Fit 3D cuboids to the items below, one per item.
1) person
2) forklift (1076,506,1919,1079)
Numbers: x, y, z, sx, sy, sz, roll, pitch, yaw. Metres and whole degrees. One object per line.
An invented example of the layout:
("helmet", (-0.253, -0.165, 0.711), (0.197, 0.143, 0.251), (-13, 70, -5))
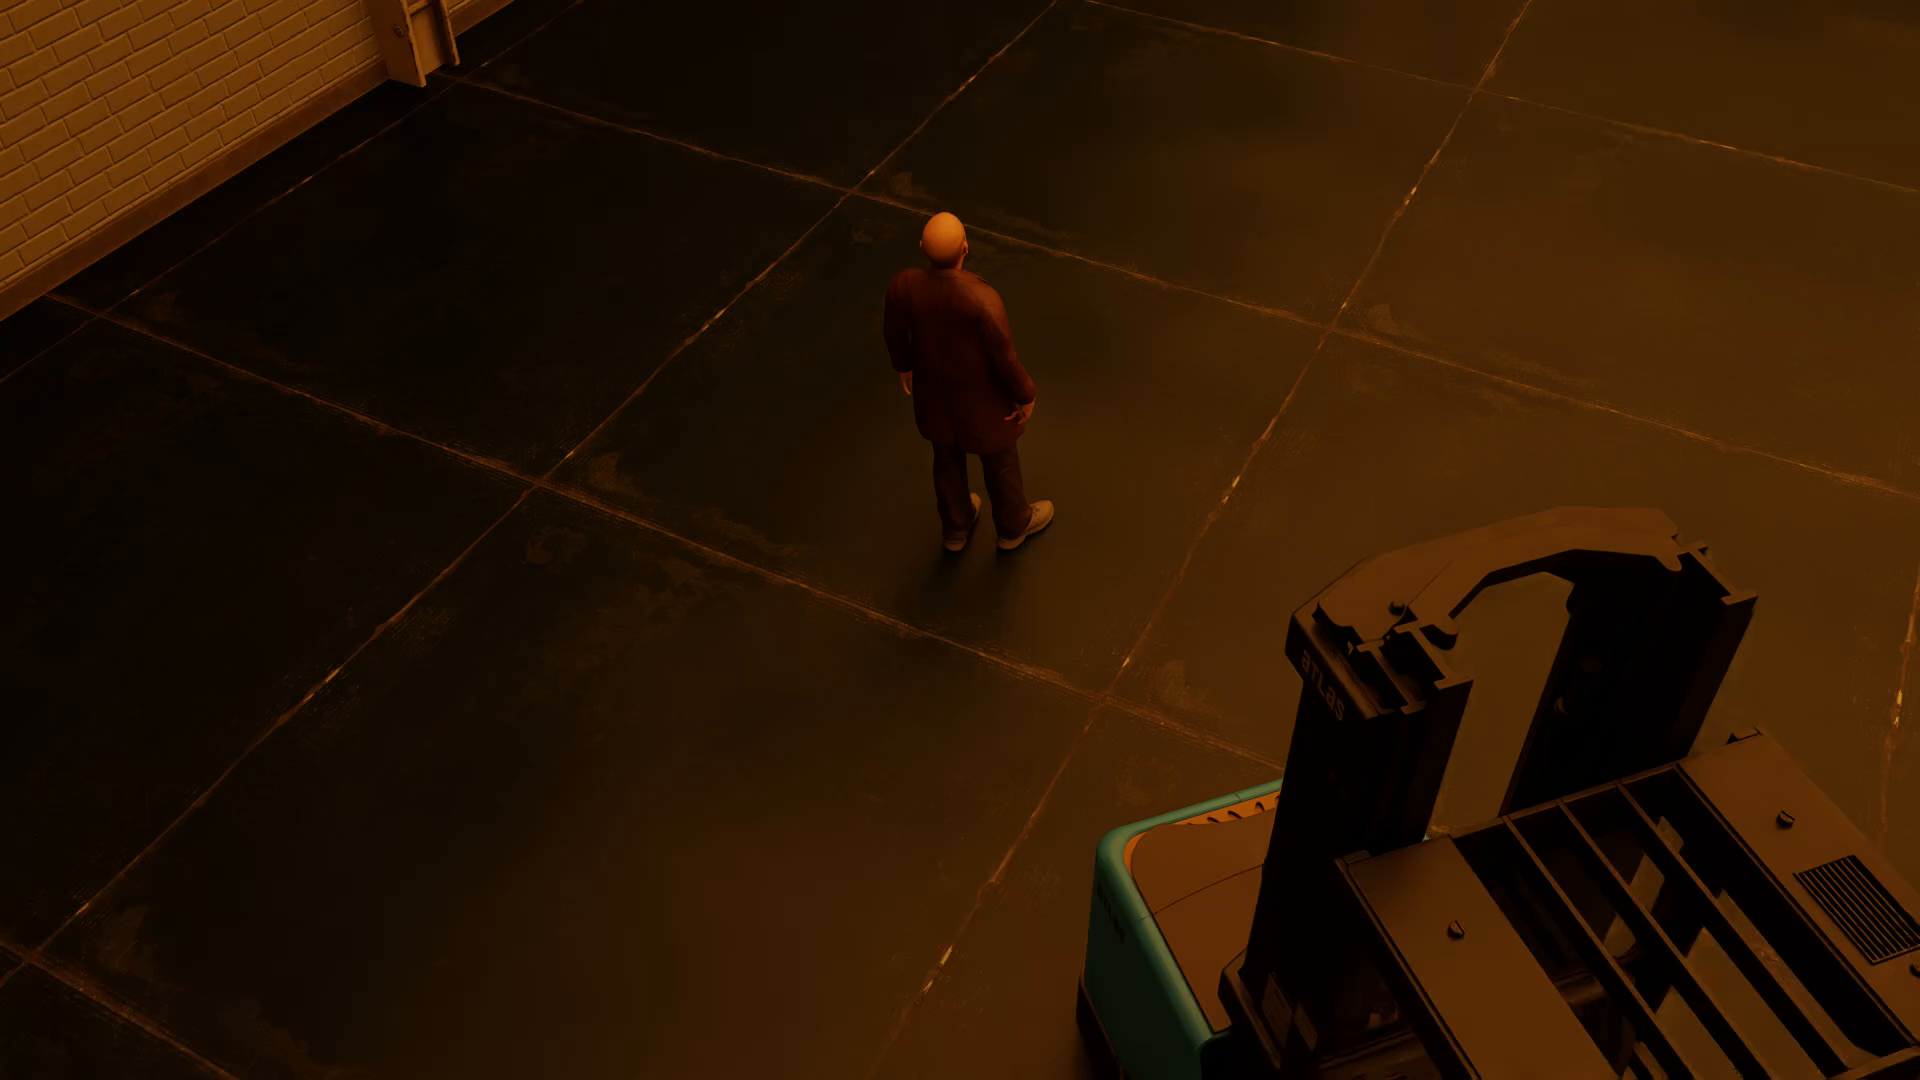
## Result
("person", (0.046, -0.707, 7.235), (0.696, 1.777, 0.579), (20, 47, 20))
("forklift", (1.390, 1.482, 4.081), (1.130, 2.935, 3.031), (-14, 45, -14))
